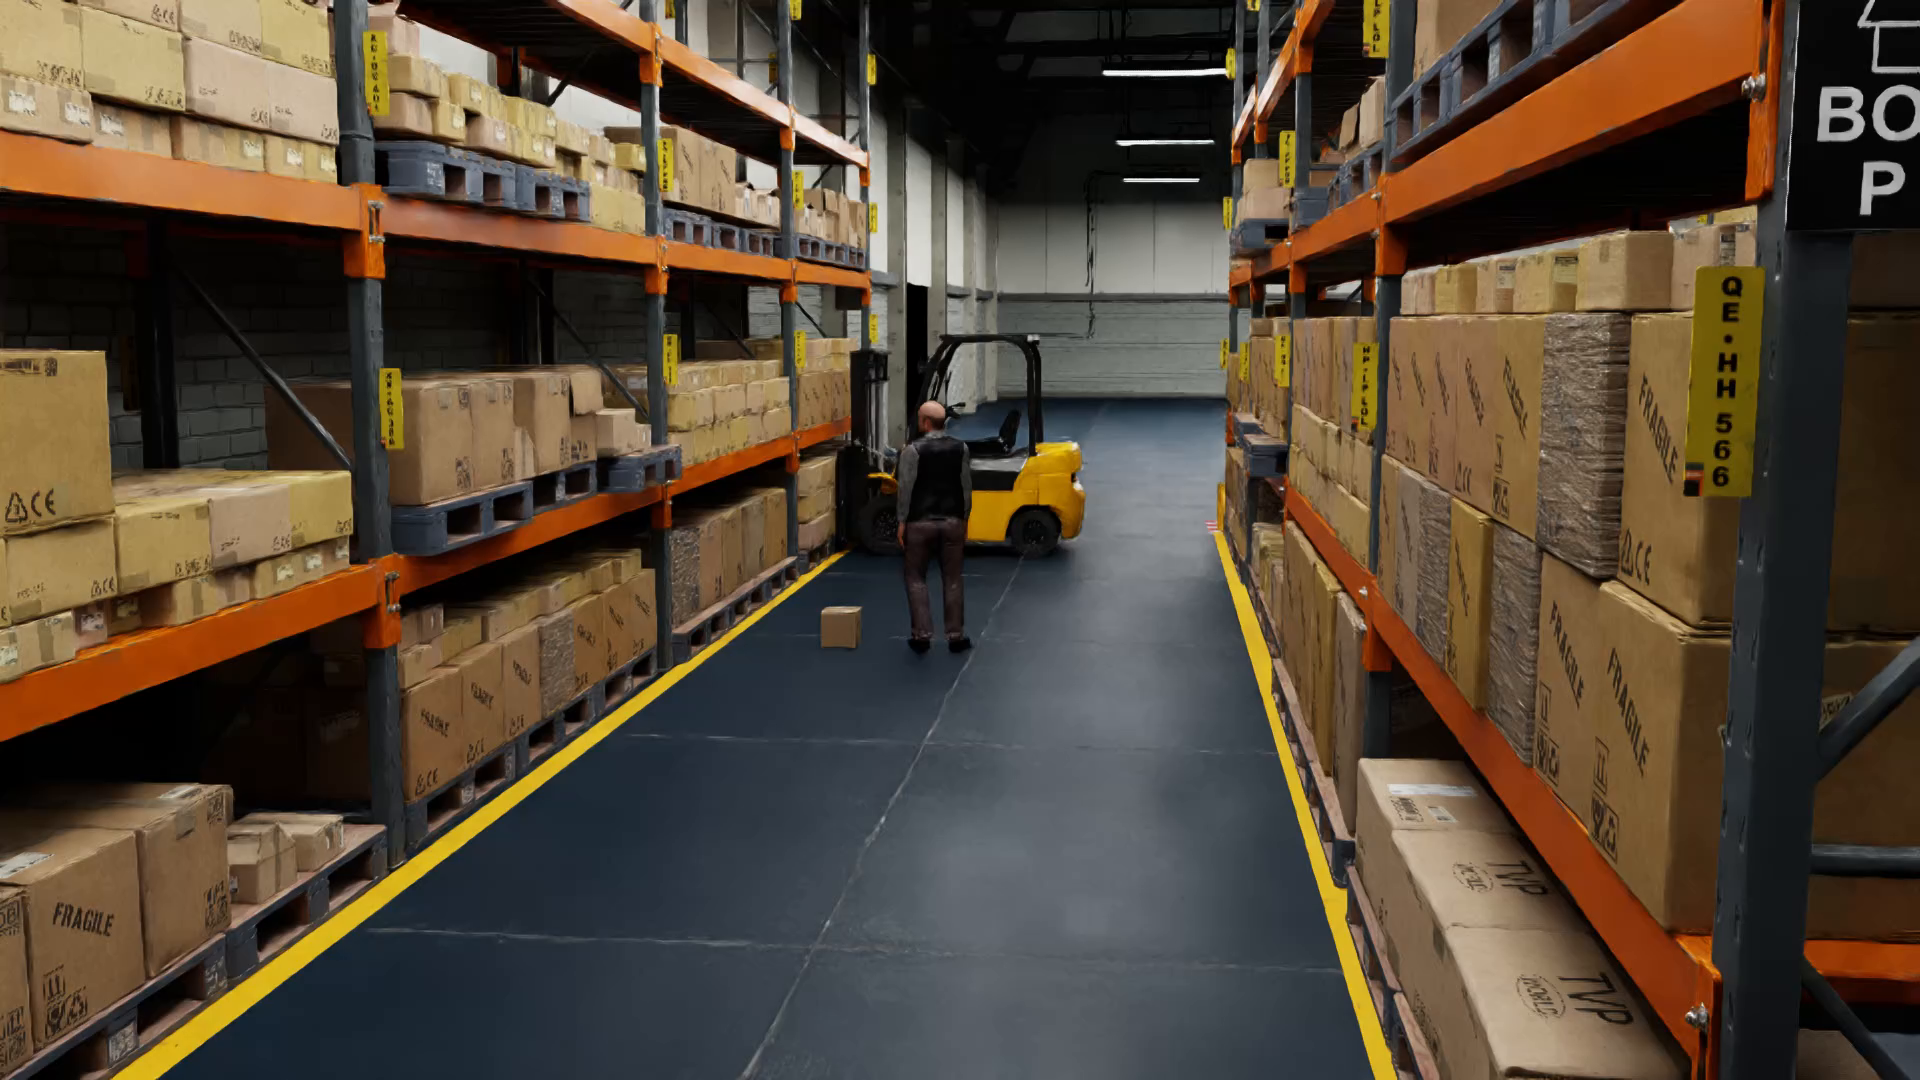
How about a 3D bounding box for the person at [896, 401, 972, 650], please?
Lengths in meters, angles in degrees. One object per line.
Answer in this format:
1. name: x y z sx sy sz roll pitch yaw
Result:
1. person: -0.179 -0.101 11.535 0.555 1.723 0.362 -3 8 -19
